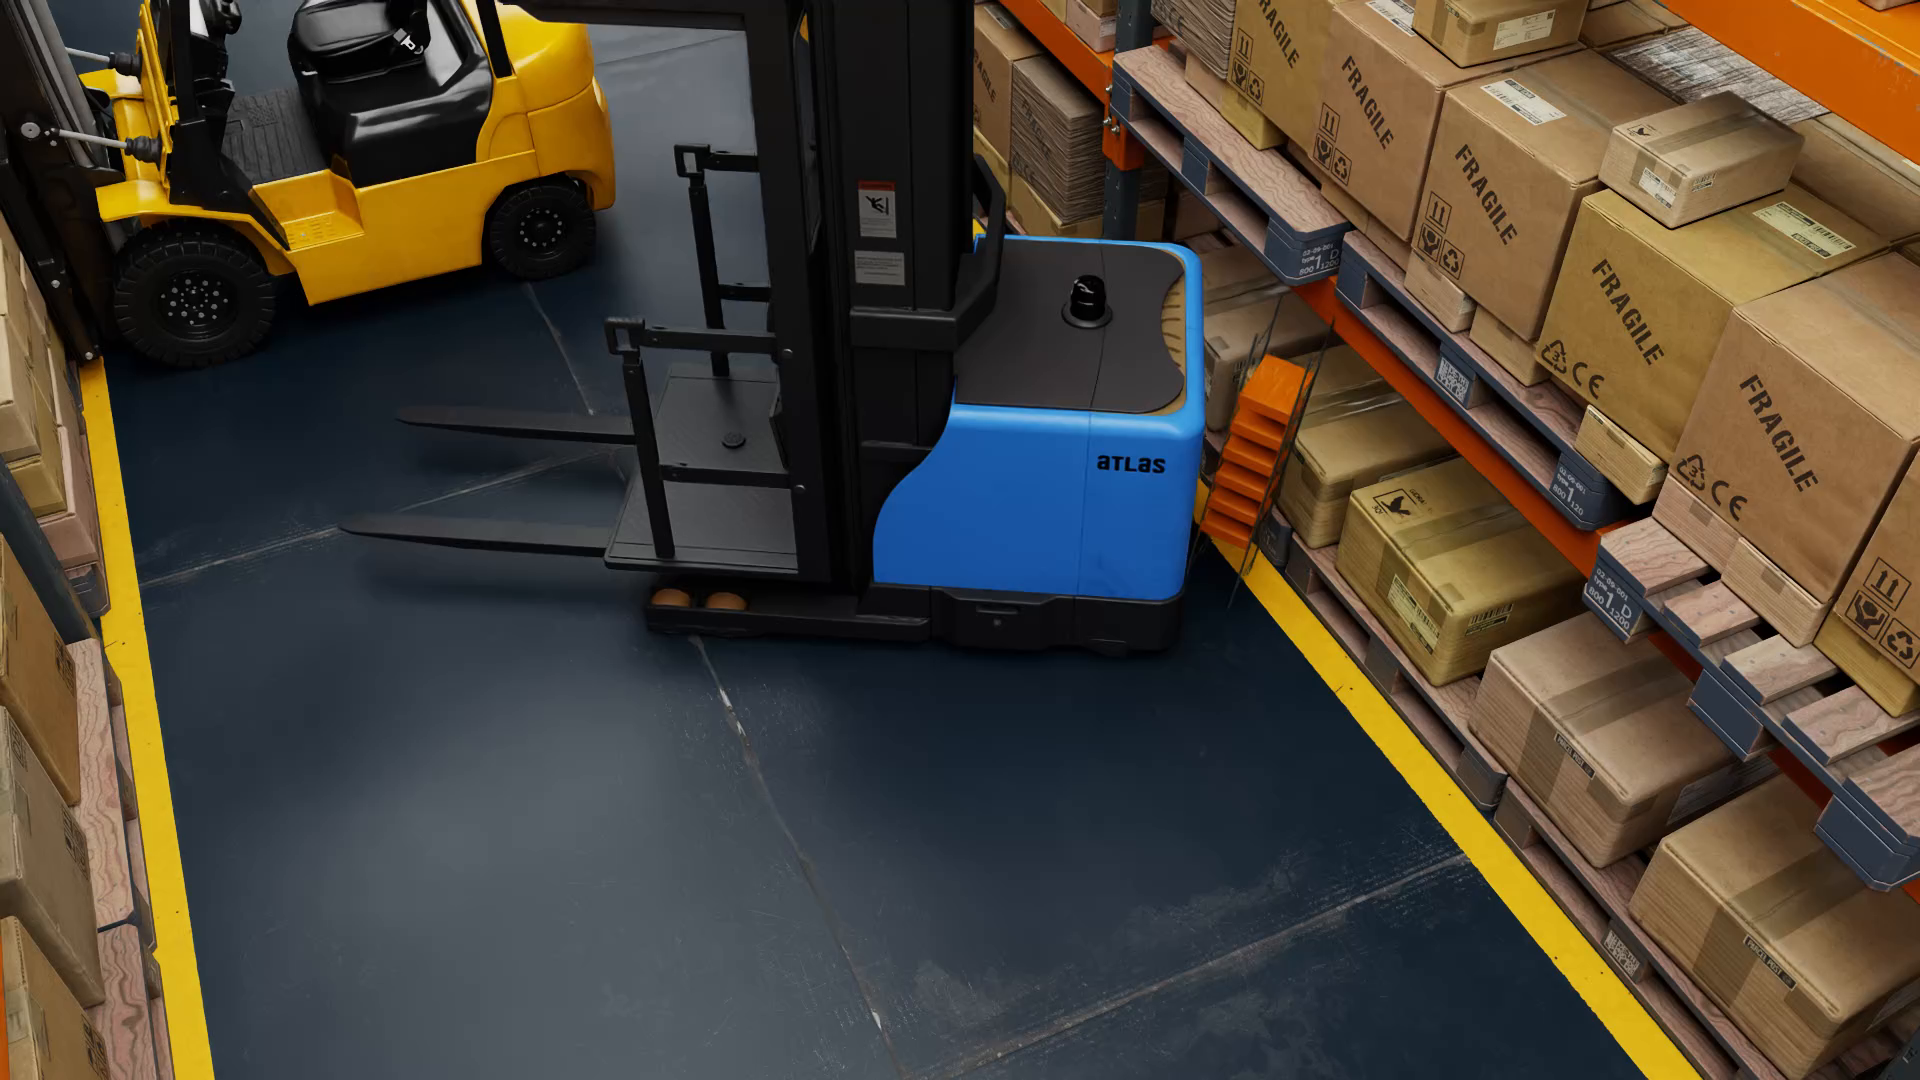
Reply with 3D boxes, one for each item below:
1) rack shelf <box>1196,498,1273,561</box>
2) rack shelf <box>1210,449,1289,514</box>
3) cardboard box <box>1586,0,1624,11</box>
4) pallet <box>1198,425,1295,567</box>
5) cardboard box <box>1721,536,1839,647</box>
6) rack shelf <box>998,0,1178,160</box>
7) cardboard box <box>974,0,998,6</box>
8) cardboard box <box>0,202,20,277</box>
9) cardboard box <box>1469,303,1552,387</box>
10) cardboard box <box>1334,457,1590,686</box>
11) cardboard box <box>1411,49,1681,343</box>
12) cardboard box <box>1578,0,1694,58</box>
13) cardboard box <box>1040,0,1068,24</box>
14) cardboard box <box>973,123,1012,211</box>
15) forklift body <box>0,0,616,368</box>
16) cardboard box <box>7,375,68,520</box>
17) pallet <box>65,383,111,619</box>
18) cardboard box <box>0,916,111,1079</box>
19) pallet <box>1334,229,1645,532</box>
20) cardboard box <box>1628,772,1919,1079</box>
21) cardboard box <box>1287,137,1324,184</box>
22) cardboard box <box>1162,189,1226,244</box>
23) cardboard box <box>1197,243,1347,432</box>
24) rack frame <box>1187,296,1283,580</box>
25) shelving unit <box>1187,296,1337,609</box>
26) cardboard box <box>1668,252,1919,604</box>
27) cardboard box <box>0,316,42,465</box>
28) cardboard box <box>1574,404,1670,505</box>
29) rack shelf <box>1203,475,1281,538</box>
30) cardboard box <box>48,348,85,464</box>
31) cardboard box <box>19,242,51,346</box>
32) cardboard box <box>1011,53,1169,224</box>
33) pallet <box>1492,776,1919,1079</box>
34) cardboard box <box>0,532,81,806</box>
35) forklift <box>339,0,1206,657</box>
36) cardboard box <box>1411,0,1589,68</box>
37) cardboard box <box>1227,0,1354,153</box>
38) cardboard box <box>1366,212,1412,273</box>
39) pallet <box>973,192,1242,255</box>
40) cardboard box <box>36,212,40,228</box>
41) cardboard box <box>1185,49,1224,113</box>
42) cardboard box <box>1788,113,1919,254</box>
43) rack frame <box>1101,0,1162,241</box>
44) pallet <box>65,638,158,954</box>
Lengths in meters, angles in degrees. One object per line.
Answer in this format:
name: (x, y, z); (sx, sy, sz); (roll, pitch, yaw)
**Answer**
rack shelf: (0.972, -0.074, 5.863); (0.180, 0.103, 0.258); (25, 49, 15)
rack shelf: (0.994, -0.235, 5.687); (0.180, 0.103, 0.258); (25, 49, 15)
cardboard box: (1.881, -1.678, 4.771); (0.380, 0.149, 0.250); (-20, 48, -19)
pallet: (1.372, -0.499, 6.605); (1.003, 0.211, 1.213); (-18, 47, -17)
cardboard box: (2.049, 0.066, 3.928); (0.380, 0.149, 0.250); (-18, 48, -18)
rack shelf: (0.202, -3.006, 7.673); (1.077, 0.370, 4.000); (-18, 47, -17)
cardboard box: (0.120, -2.371, 7.642); (0.500, 0.500, 0.500); (-16, 47, -15)
cardboard box: (-3.803, -1.089, 6.165); (0.500, 0.250, 0.500); (-17, 47, -16)
cardboard box: (1.651, -0.602, 4.604); (0.380, 0.149, 0.250); (-19, 48, -19)
cardboard box: (1.866, 0.032, 5.654); (0.950, 0.372, 0.625); (-17, 47, -16)
cardboard box: (1.613, -0.932, 4.477); (0.500, 0.500, 0.500); (-20, 48, -19)
cardboard box: (1.867, -1.405, 4.957); (0.500, 0.500, 0.500); (-17, 47, -16)
cardboard box: (0.521, -2.169, 6.492); (0.380, 0.149, 0.250); (-17, 47, -17)
cardboard box: (0.318, -1.792, 7.589); (0.500, 0.250, 0.500); (-19, 48, -18)
forklift body: (-2.688, -2.096, 6.843); (2.313, 2.155, 1.214); (-18, 47, -17)
cardboard box: (-3.382, -0.267, 5.688); (0.500, 0.250, 0.500); (-18, 47, -18)
pallet: (-3.755, -0.045, 6.146); (1.003, 0.211, 1.213); (-18, 47, -17)
cardboard box: (-2.592, 1.481, 4.005); (0.875, 0.625, 0.625); (-20, 48, -19)
pallet: (1.856, -0.619, 4.878); (1.003, 0.211, 1.213); (-18, 47, -17)
cardboard box: (2.497, 0.985, 4.688); (0.950, 0.372, 0.625); (-21, 48, -20)
cardboard box: (1.275, -1.282, 5.293); (0.380, 0.149, 0.250); (-15, 47, -15)
cardboard box: (1.040, -1.614, 7.408); (0.500, 0.250, 0.500); (-20, 48, -19)
cardboard box: (1.266, -0.868, 6.566); (0.950, 0.372, 0.625); (-17, 47, -17)
rack frame: (0.918, -0.302, 5.678); (0.006, 1.200, 0.240); (25, 49, 15)
shelving unit: (0.998, -0.265, 5.654); (0.189, 1.200, 0.258); (25, 49, 15)
cardboard box: (2.055, -0.263, 3.799); (0.500, 0.500, 0.500); (-19, 48, -18)
cardboard box: (-3.377, -0.446, 5.514); (0.500, 0.250, 0.500); (-19, 48, -18)
cardboard box: (1.822, -0.268, 4.266); (0.380, 0.149, 0.250); (-17, 47, -17)
rack shelf: (0.983, -0.155, 5.775); (0.180, 0.103, 0.258); (25, 49, 15)
cardboard box: (-3.589, -0.415, 6.193); (0.500, 0.250, 0.500); (-19, 48, -18)
cardboard box: (-3.796, -0.911, 6.340); (0.500, 0.250, 0.500); (-18, 48, -18)
cardboard box: (0.551, -1.723, 6.985); (0.500, 0.500, 0.500); (-19, 48, -18)
pallet: (2.398, 1.056, 5.029); (1.003, 0.211, 1.213); (-18, 47, -17)
cardboard box: (-3.229, 0.506, 4.993); (0.875, 0.625, 0.625); (-16, 47, -16)
forklift: (-0.697, -1.065, 5.242); (3.031, 2.935, 1.130); (4, 45, 4)
cardboard box: (1.470, -1.443, 4.533); (0.380, 0.149, 0.250); (-16, 47, -15)
cardboard box: (1.191, -1.576, 5.129); (0.500, 0.500, 0.500); (-18, 47, -17)
cardboard box: (1.447, -0.948, 4.954); (0.380, 0.149, 0.250); (-18, 47, -17)
pallet: (0.729, -1.412, 7.531); (1.003, 0.211, 1.213); (-18, 47, -17)
cardboard box: (-4.015, -1.067, 6.854); (0.500, 0.250, 0.500); (-17, 47, -16)
cardboard box: (0.989, -1.602, 5.617); (0.380, 0.149, 0.250); (-17, 47, -17)
cardboard box: (2.291, -0.751, 4.293); (0.500, 0.500, 0.500); (-17, 47, -17)
rack frame: (1.043, -1.987, 6.128); (1.000, 3.000, 0.127); (-18, 47, -17)
pallet: (-3.113, 0.932, 5.155); (1.003, 0.211, 1.213); (-18, 47, -17)
